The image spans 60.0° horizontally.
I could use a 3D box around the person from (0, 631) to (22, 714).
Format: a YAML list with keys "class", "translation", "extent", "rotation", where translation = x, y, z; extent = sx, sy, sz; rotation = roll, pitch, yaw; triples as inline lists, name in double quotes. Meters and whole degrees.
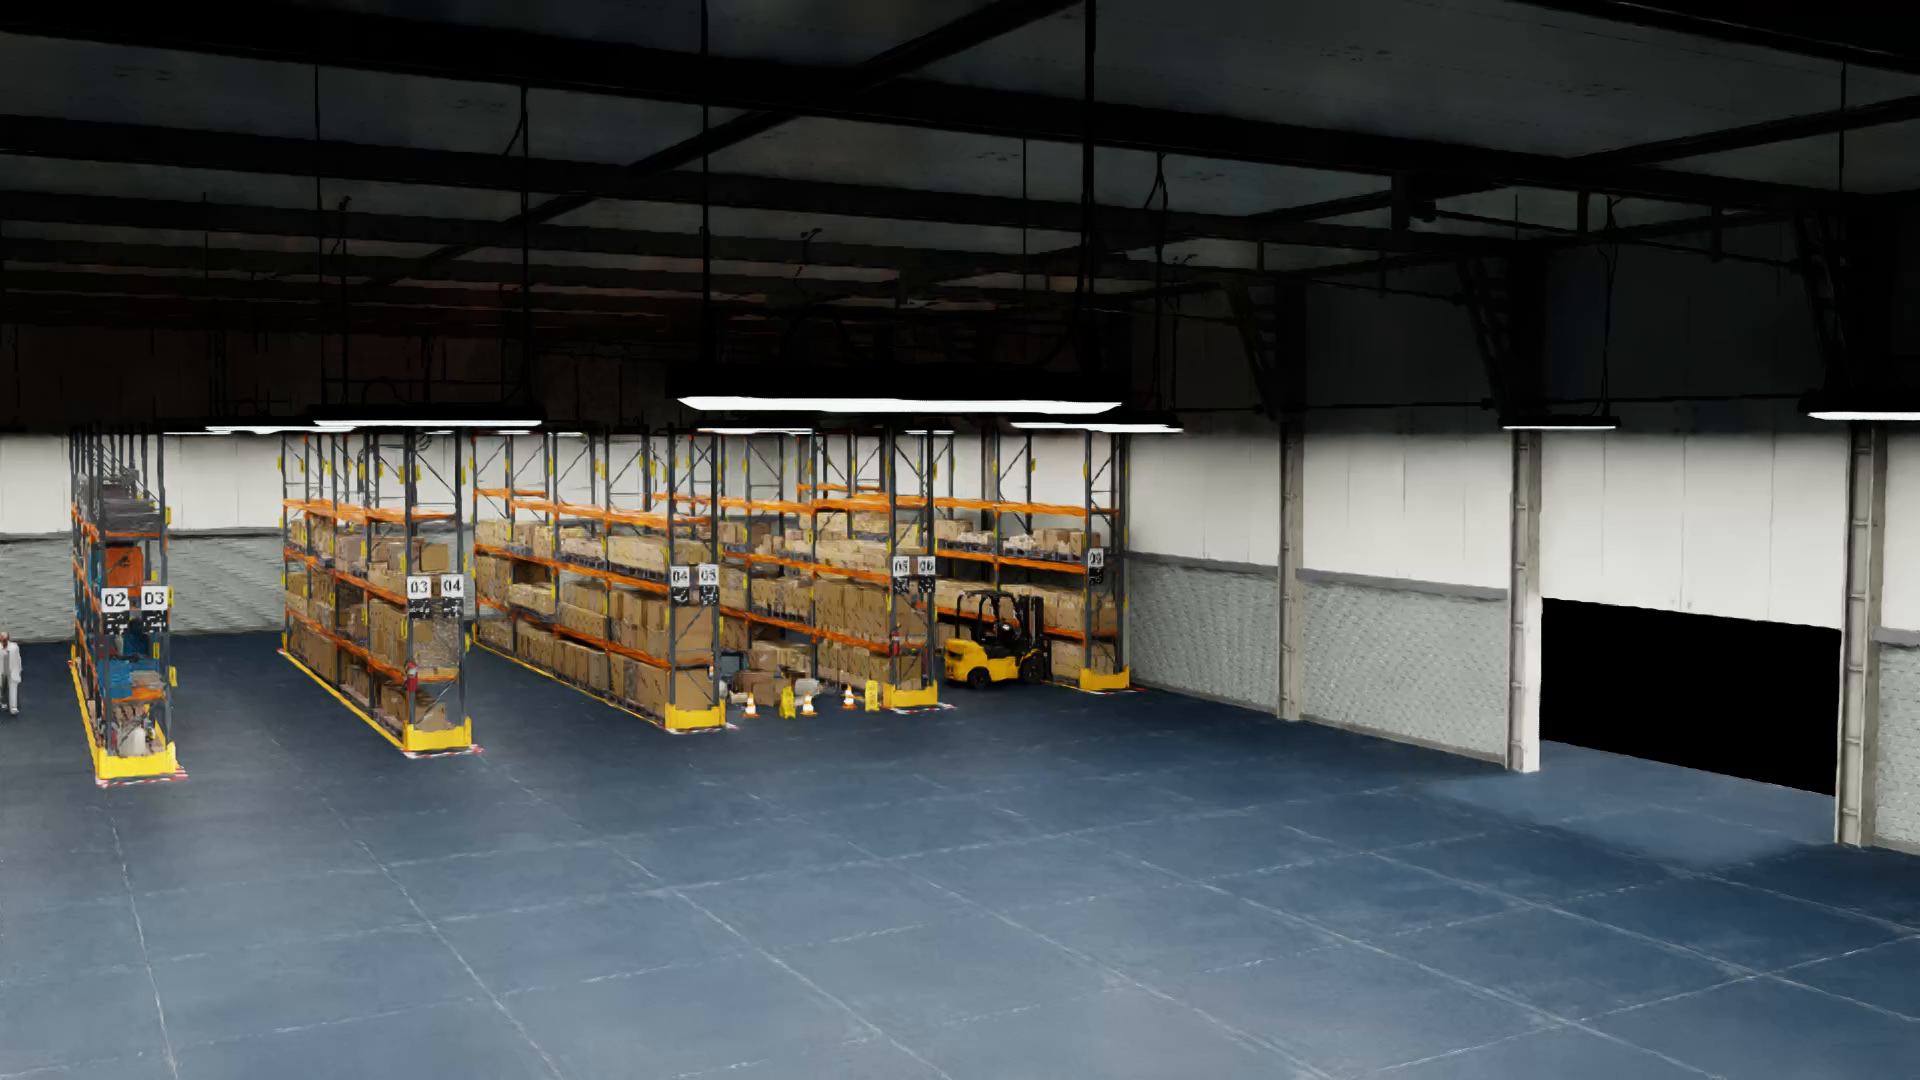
- class: "person"
  translation: [-19.775, 2.723, 34.457]
  extent: [0.598, 1.693, 1.194]
  rotation: [-2, 4, -27]

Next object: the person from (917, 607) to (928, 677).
- class: "person"
  translation: [-0.933, 2.423, 39.655]
  extent: [0.564, 1.666, 0.561]
  rotation: [0, 4, 1]
